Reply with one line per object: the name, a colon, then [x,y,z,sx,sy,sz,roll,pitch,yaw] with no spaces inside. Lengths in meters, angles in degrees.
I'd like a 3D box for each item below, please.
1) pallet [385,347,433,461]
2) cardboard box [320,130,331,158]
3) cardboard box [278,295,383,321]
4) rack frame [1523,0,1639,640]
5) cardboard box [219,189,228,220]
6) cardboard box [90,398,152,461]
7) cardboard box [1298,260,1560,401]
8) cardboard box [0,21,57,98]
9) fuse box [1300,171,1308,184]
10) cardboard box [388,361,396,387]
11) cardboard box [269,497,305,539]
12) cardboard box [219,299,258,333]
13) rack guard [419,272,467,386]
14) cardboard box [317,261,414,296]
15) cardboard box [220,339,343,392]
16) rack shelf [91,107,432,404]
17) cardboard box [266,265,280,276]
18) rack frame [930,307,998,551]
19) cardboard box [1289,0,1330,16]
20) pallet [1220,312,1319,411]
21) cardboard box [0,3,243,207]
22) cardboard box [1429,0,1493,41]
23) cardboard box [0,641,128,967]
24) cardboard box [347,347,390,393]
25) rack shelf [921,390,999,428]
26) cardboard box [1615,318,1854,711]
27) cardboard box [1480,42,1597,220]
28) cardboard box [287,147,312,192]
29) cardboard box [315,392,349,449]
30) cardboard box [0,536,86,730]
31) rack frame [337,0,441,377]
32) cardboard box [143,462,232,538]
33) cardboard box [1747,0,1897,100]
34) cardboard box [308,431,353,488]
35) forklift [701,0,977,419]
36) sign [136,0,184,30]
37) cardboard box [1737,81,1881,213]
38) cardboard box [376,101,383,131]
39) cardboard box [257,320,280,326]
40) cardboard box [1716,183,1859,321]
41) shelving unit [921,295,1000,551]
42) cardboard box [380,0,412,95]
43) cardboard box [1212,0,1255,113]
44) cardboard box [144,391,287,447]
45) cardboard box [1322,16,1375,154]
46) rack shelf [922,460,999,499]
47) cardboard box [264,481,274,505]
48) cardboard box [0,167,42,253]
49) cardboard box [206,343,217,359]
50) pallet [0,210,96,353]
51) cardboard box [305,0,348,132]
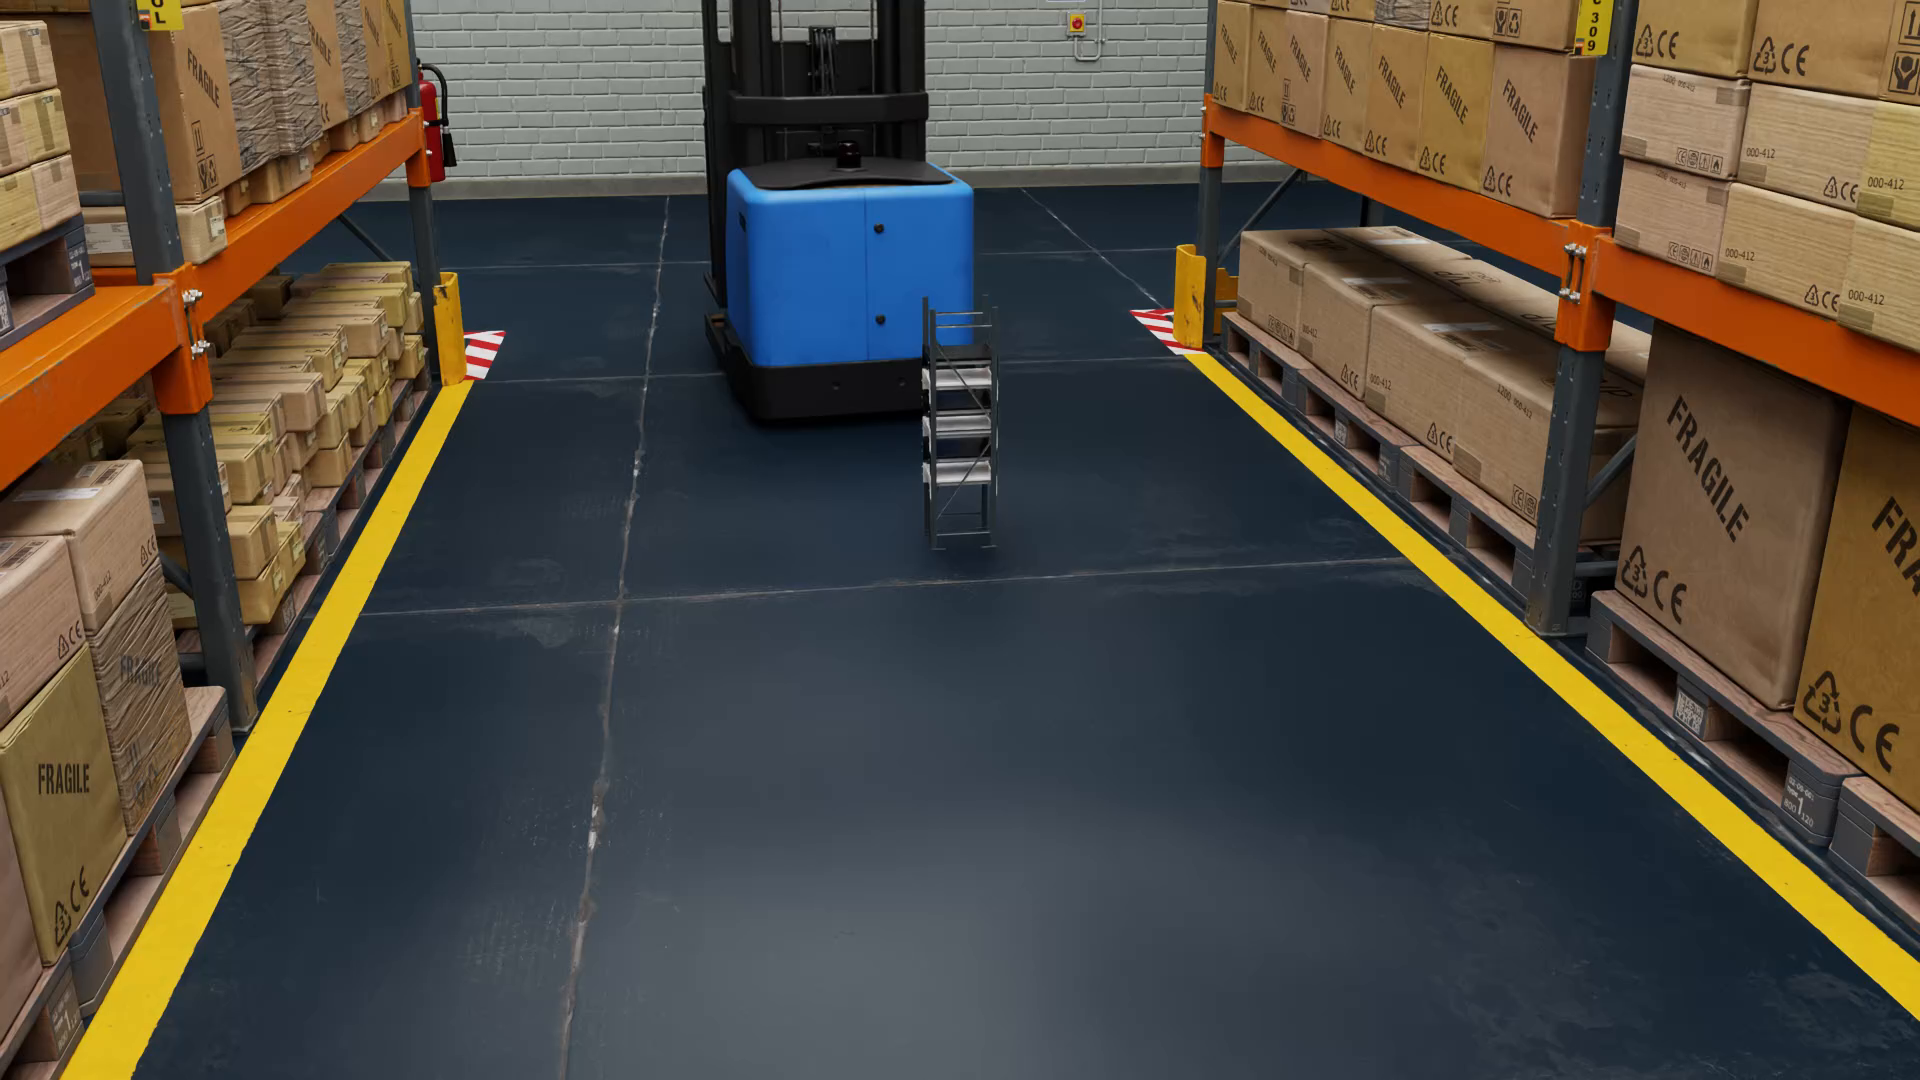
pallet: [-3.011,-0.615,7.562,1.003,0.211,1.213,-3,21,-8]
cardboard box: [-2.678,-1.564,6.476,0.380,0.149,0.250,-4,21,-10]
cardboard box: [-2.659,-0.934,7.055,0.380,0.149,0.250,-4,21,-10]
rack frame: [2.357,-1.131,4.957,1.000,3.000,0.127,-3,21,-8]
cardboard box: [-2.445,-1.018,5.015,0.380,0.149,0.250,-4,21,-10]
cardboard box: [-2.915,-0.362,5.523,0.380,0.149,0.250,-2,21,-6]
cardboard box: [2.115,-0.972,7.594,0.875,0.438,0.875,-2,21,-6]
cardboard box: [-2.276,-1.075,3.715,0.380,0.149,0.250,-2,21,-5]
fuse box: [3.044,-3.919,14.263,0.539,1.711,0.414,-3,21,-8]
cardboard box: [-2.731,-0.741,7.387,0.380,0.149,0.250,-3,21,-8]
cardboard box: [-2.387,-0.025,5.471,0.380,0.149,0.250,-3,21,-8]
cardboard box: [-3.178,-0.908,6.983,0.380,0.149,0.250,-4,21,-10]
rack guard: [-3.093,-1.034,8.270,1.175,0.500,0.348,-3,21,-8]
cardboard box: [-2.776,-1.200,7.767,0.380,0.149,0.250,-3,21,-7]
cardboard box: [-2.572,-0.658,6.315,0.380,0.149,0.250,-3,21,-7]
rack shelf: [-2.815,-1.202,6.174,1.077,0.370,4.000,-3,21,-8]
cardboard box: [-3.364,-1.172,7.692,0.380,0.149,0.250,-4,21,-10]
rack frame: [0.014,-0.389,5.972,0.240,0.900,0.006,-3,21,-8]
cardboard box: [1.731,-2.494,7.035,0.500,0.500,0.500,-3,21,-8]
pallet: [1.973,-0.937,8.422,1.003,0.211,1.213,-3,21,-8]
cardboard box: [-2.349,-1.217,4.618,0.500,0.500,0.500,-3,21,-9]
cardboard box: [1.950,-1.972,5.636,0.500,0.500,0.500,-3,21,-9]
cardboard box: [-2.097,0.549,3.431,0.500,0.500,0.500,-3,21,-9]
cardboard box: [-2.581,-0.705,6.865,0.380,0.149,0.250,-3,21,-7]
rack shelf: [-0.001,-0.477,6.046,0.258,0.077,0.200,-3,21,-8]
cardboard box: [2.525,-0.122,4.691,0.875,0.875,0.875,-2,21,-6]
cardboard box: [2.037,-1.325,5.335,0.500,0.500,0.500,-3,21,-7]
cardboard box: [-2.482,-1.297,5.760,0.380,0.149,0.250,-2,21,-5]
cardboard box: [-2.485,-0.435,6.142,0.380,0.149,0.250,-3,21,-8]
cardboard box: [-2.109,0.201,3.293,0.500,0.250,0.500,-2,21,-5]
rack frame: [-3.104,-2.231,7.903,1.000,3.000,0.127,-3,21,-8]
cardboard box: [-2.372,-0.116,4.863,0.380,0.149,0.250,-2,21,-6]
cardboard box: [2.236,-1.304,3.850,0.500,0.500,0.500,-3,21,-8]
cardboard box: [-2.489,-0.297,6.198,0.380,0.149,0.250,-3,21,-9]
forklift: [-0.772,-2.398,8.447,1.130,2.935,3.031,-5,21,-13]
sign: [-1.978,-1.418,4.070,0.100,0.325,0.005,-3,21,-8]
cardboard box: [2.244,-0.949,3.970,0.500,0.250,0.500,-3,21,-7]
cardboard box: [-2.727,-1.841,7.216,0.380,0.149,0.250,-3,21,-8]
cardboard box: [-3.176,-0.859,7.279,0.380,0.149,0.250,-3,21,-7]
cardboard box: [2.235,-0.716,4.060,0.500,0.250,0.500,-3,21,-9]
shelving unit: [-0.001,-0.424,6.066,0.258,0.900,0.210,-3,21,-8]
cardboard box: [-2.784,-2.275,7.451,0.500,0.500,0.500,-2,21,-7]
cardboard box: [1.565,-2.382,8.164,0.500,0.500,0.500,-3,21,-8]
cardboard box: [-2.498,-0.388,5.593,0.380,0.149,0.250,-3,21,-9]
cardboard box: [1.810,-1.859,6.762,0.500,0.500,0.500,-2,21,-6]
rack shelf: [-0.001,-0.225,6.141,0.258,0.077,0.200,-3,21,-8]
cardboard box: [-2.459,-0.154,5.391,0.380,0.149,0.250,-3,21,-8]
cardboard box: [-2.236,-0.708,3.583,0.380,0.149,0.250,-3,21,-7]
cardboard box: [-3.024,-0.636,6.255,0.380,0.149,0.250,-3,21,-8]
pallet: [-2.561,-0.484,3.500,1.003,0.211,1.213,-3,21,-8]
cardboard box: [-2.571,-1.748,6.041,0.500,0.500,0.500,-2,21,-5]
